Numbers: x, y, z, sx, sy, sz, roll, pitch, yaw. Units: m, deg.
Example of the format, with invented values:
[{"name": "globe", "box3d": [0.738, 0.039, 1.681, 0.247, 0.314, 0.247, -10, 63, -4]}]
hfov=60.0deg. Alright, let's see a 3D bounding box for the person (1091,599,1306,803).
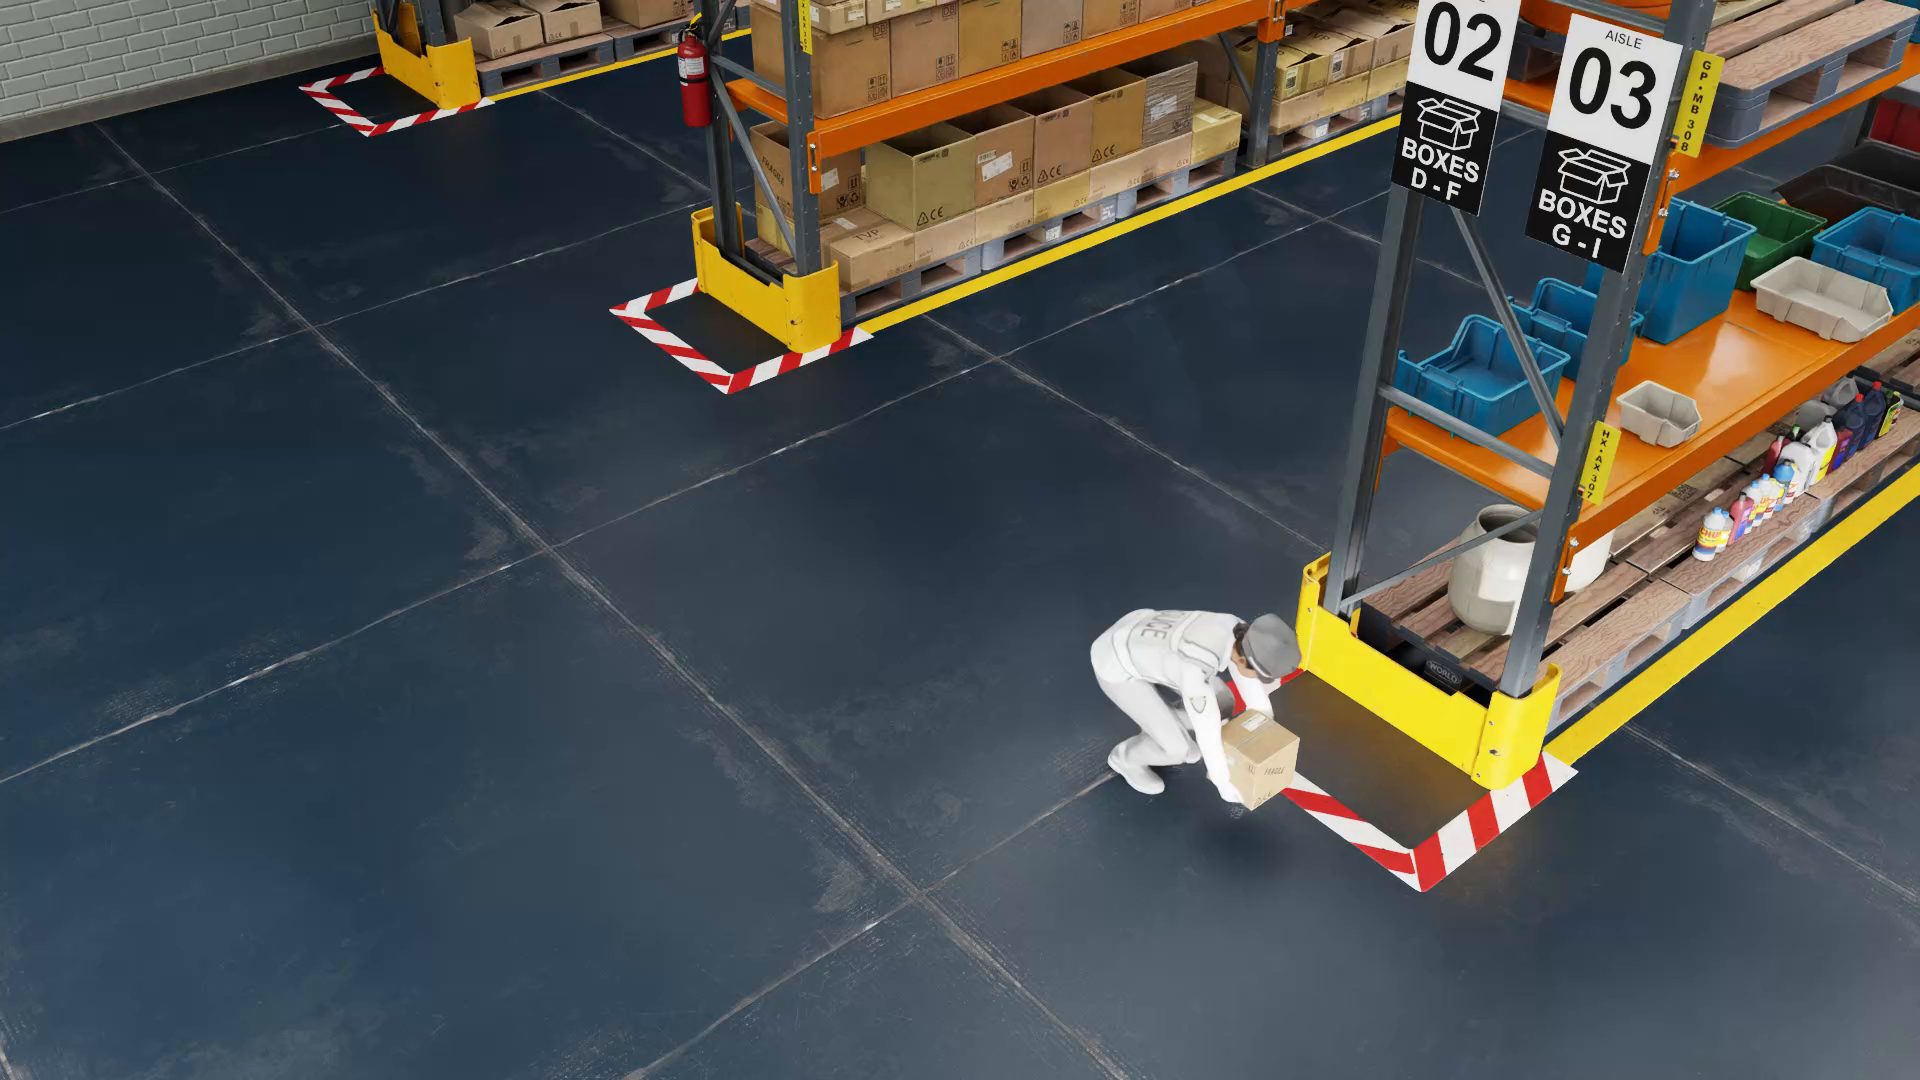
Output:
[{"name": "person", "box3d": [0.951, 0.626, 6.806, 0.891, 0.979, 0.463, 27, 44, 32]}]
